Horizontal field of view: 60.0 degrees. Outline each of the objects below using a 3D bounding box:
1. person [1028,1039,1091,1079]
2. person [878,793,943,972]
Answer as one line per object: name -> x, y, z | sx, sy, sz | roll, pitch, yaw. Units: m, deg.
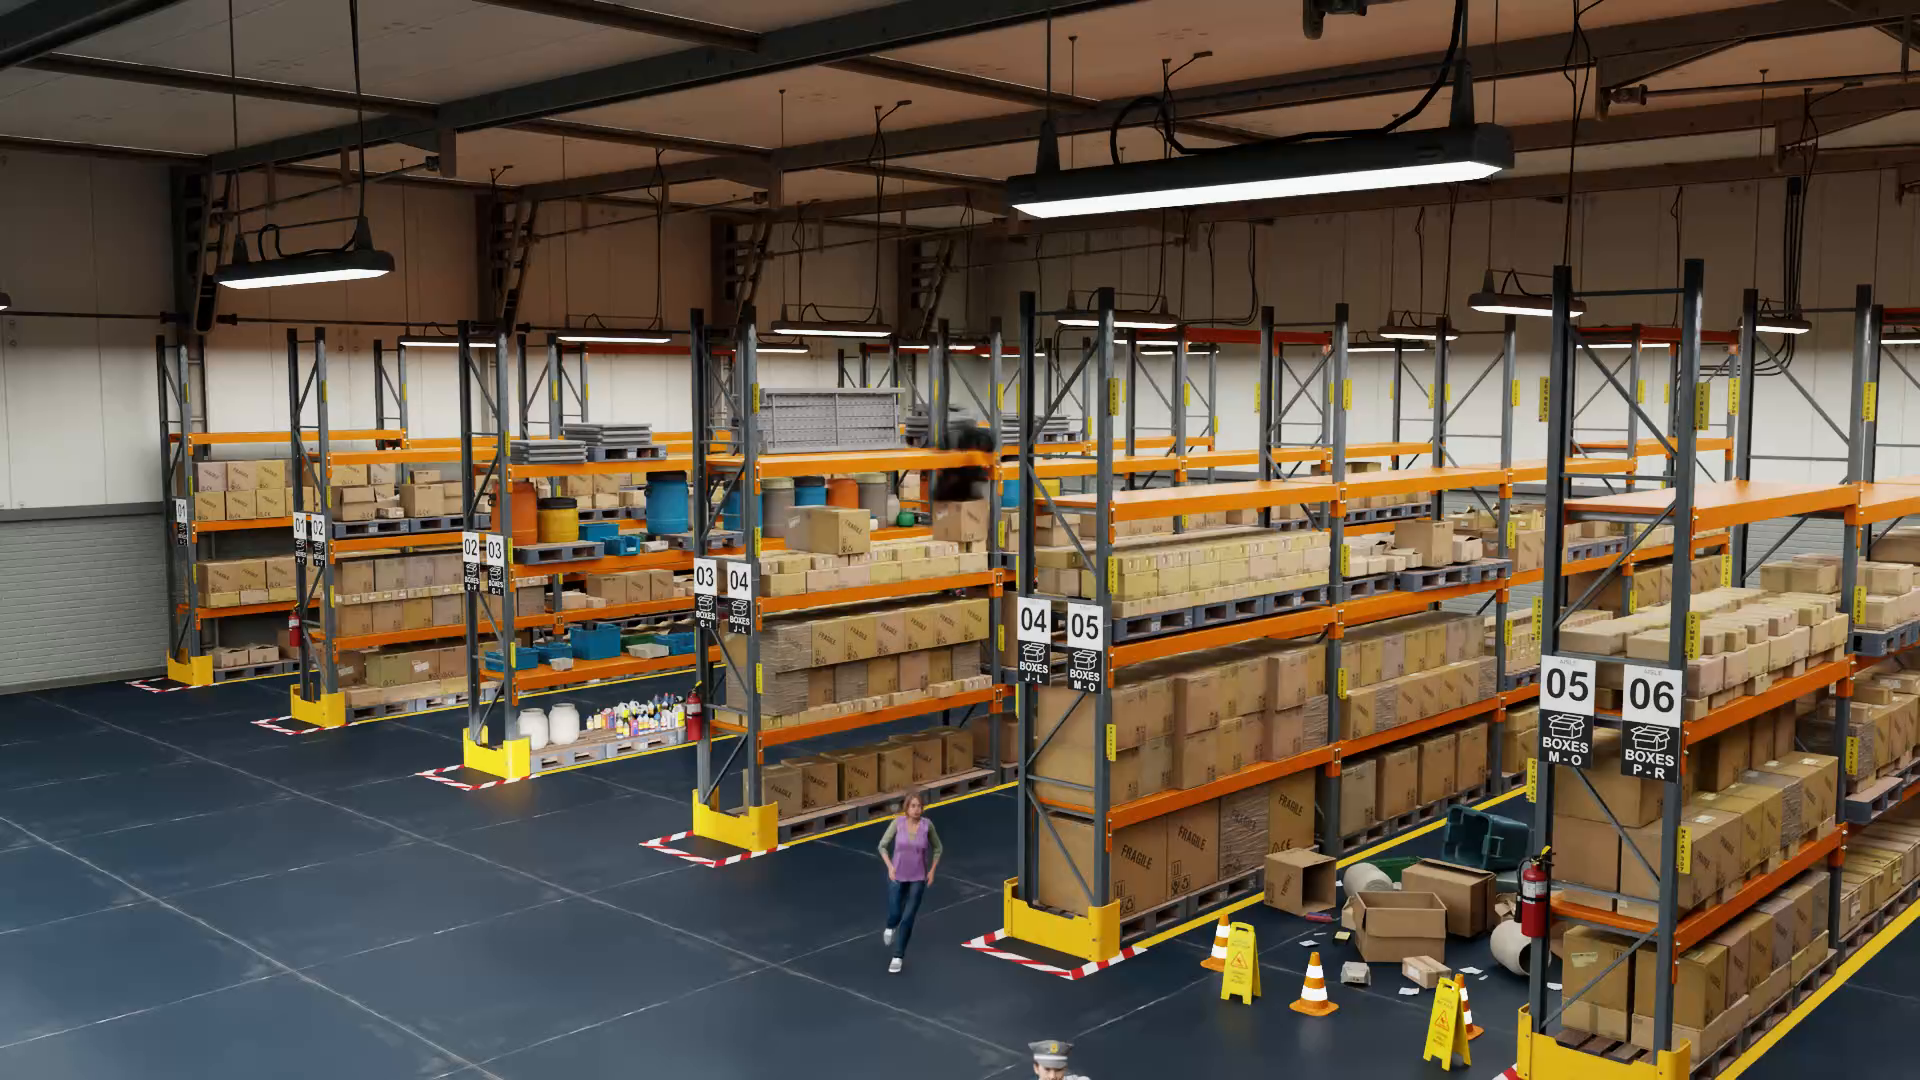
person -> 0.502, 3.488, 9.037 | 0.638, 1.728, 0.797 | 0, 5, -1
person -> -0.442, 3.002, 14.820 | 0.578, 1.555, 0.613 | -1, 5, -6
